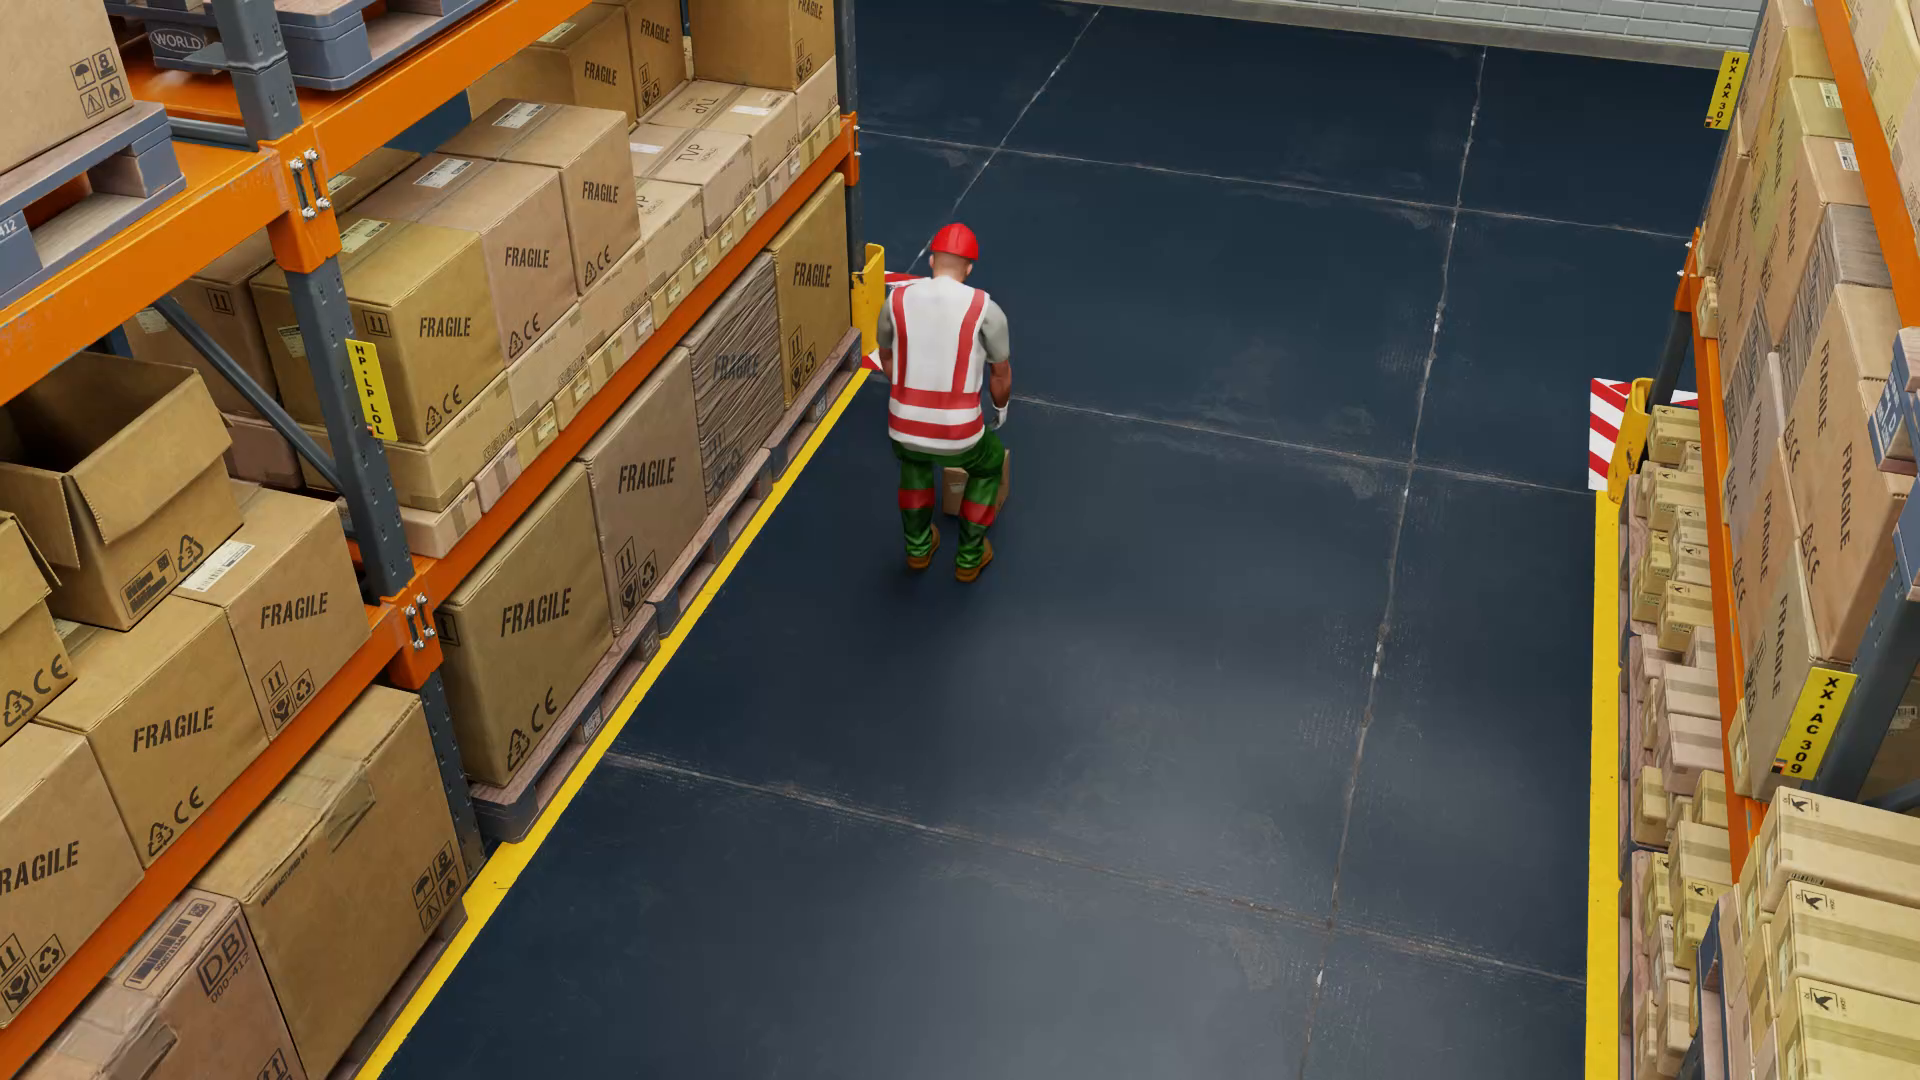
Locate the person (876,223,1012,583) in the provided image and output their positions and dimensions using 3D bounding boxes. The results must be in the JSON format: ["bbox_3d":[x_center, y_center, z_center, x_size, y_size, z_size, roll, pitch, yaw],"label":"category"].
[{"bbox_3d":[-4.845,1.987,3.685,7.045,1.526,11.702,11,38,14],"label":"person"}]
